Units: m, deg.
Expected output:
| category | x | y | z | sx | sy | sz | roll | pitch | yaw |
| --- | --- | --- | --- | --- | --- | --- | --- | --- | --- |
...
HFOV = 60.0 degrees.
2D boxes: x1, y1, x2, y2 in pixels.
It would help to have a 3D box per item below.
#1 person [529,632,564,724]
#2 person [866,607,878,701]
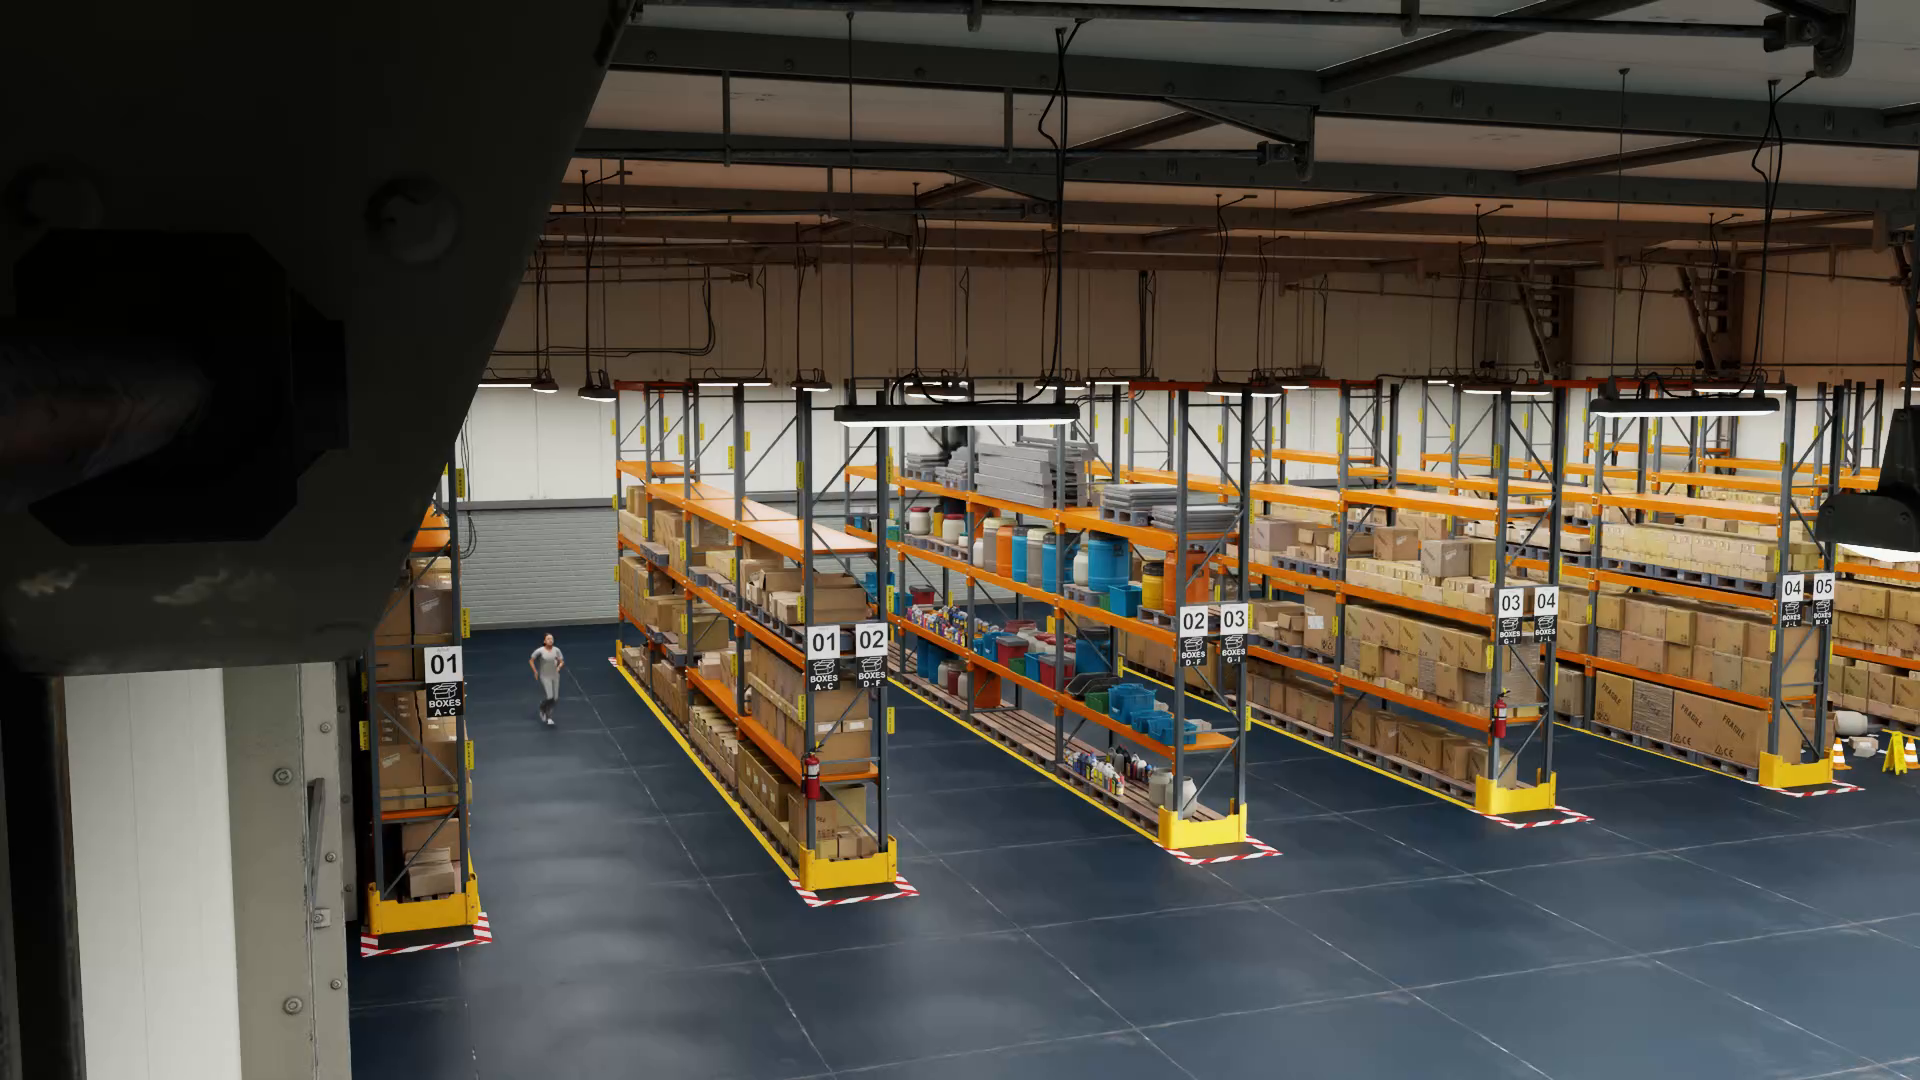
| category | x | y | z | sx | sy | sz | roll | pitch | yaw |
| --- | --- | --- | --- | --- | --- | --- | --- | --- | --- |
| person | -7.191 | 2.433 | 29.142 | 0.550 | 1.627 | 0.558 | -4 | 7 | -35 |
| person | -1.640 | 2.050 | 30.044 | 0.577 | 1.679 | 0.839 | -2 | 6 | -21 |
